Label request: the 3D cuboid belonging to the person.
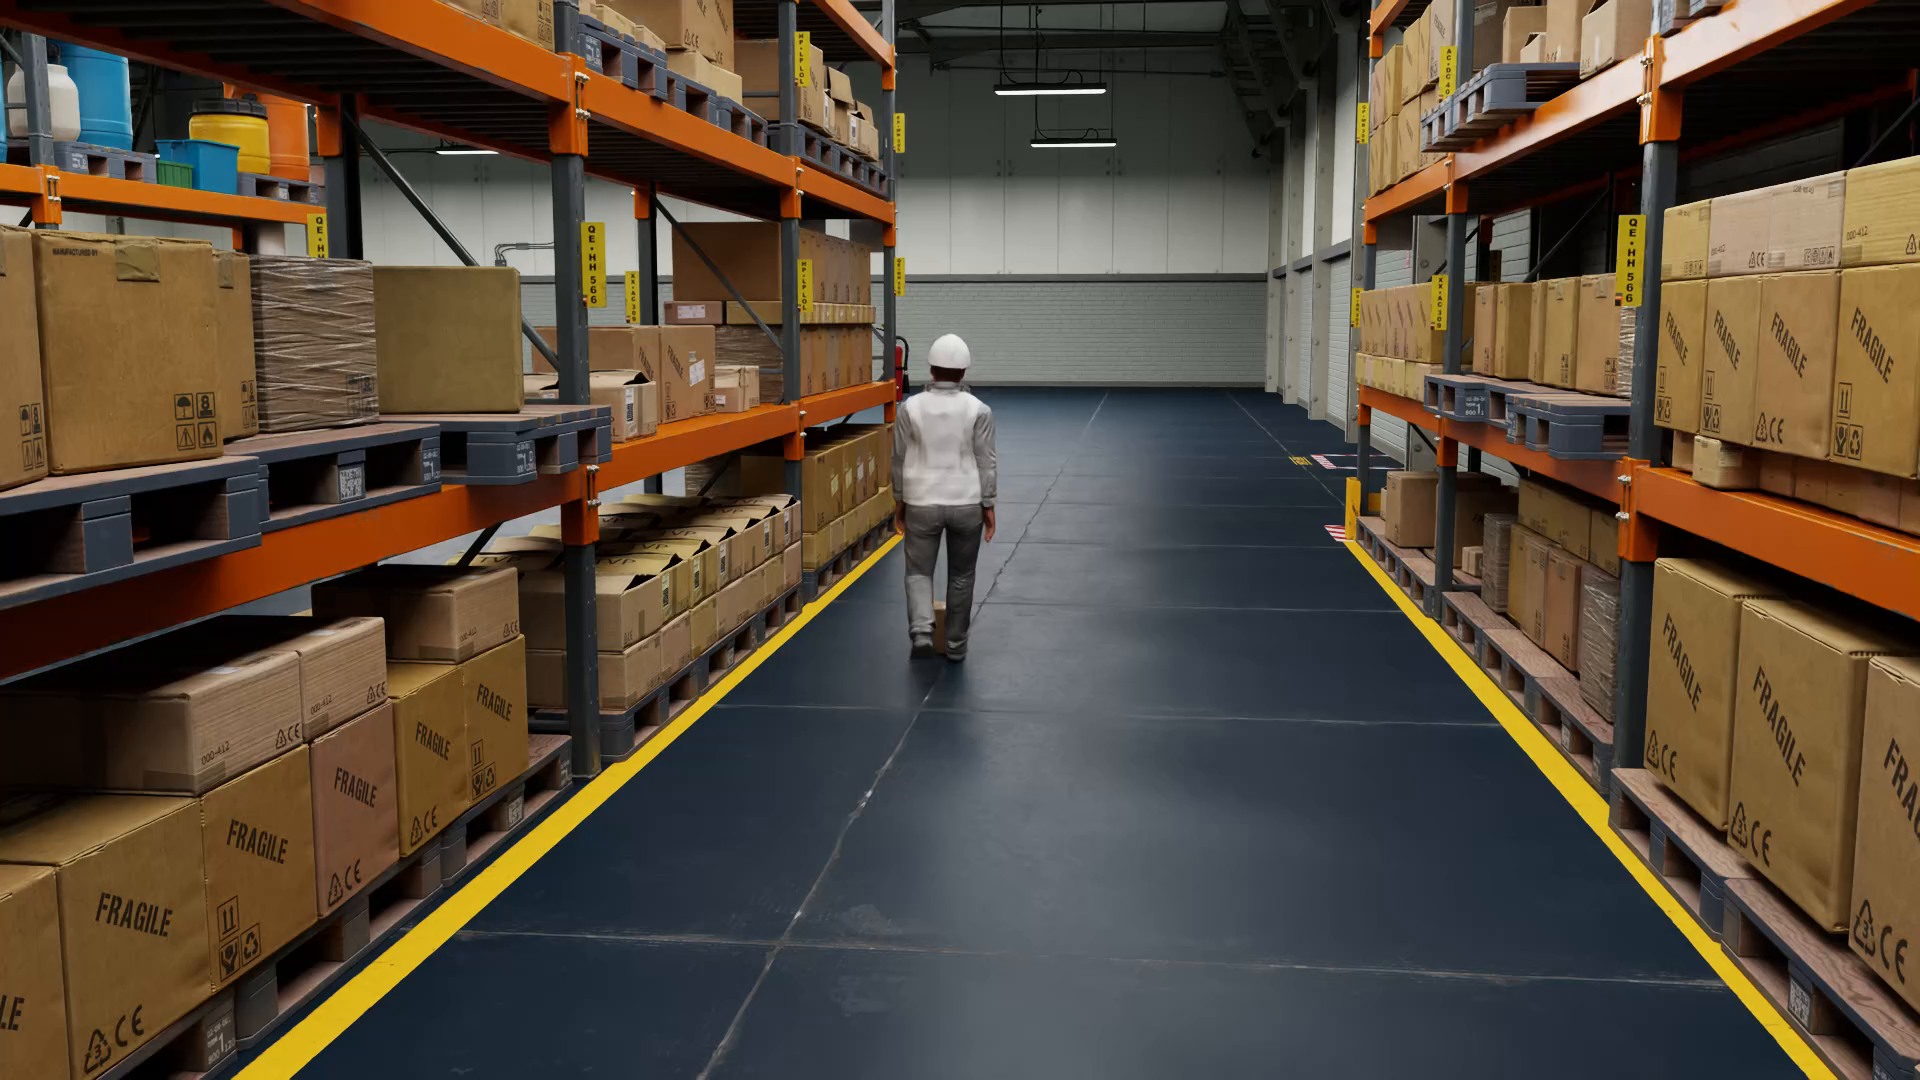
[{"bbox_3d":[-0.089,-0.198,8.706,0.550,1.748,0.826,0,8,-1],"label":"person"}]
